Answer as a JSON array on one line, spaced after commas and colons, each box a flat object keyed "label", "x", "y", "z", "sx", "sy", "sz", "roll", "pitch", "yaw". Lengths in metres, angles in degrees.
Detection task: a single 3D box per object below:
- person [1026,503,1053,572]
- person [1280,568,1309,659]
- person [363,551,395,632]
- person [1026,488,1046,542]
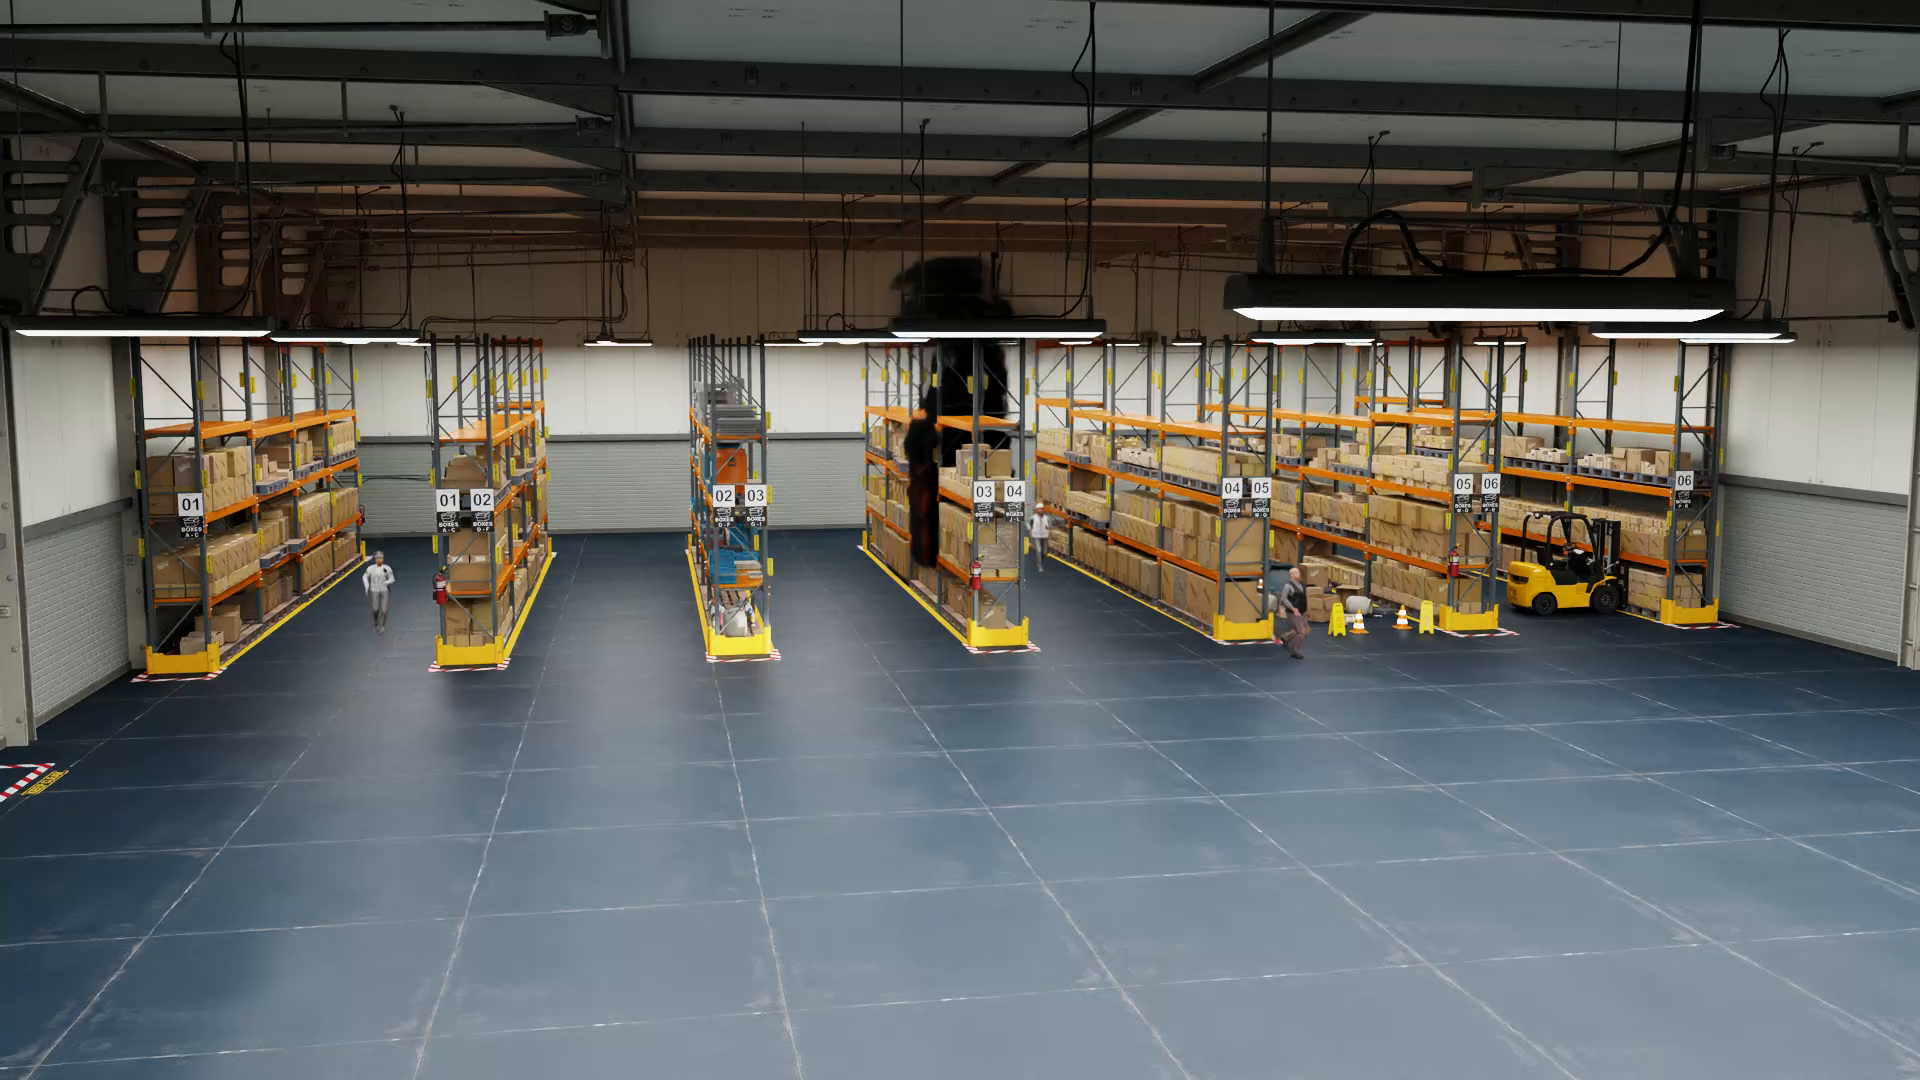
[{"label": "person", "x": 2.071, "y": -0.075, "z": 42.905, "sx": 0.665, "sy": 1.750, "sz": 0.911, "roll": -1, "pitch": 7, "yaw": -11}, {"label": "person", "x": 6.203, "y": 1.448, "z": 30.981, "sx": 0.551, "sy": 1.499, "sz": 0.660, "roll": 6, "pitch": 9, "yaw": 43}, {"label": "person", "x": -11.692, "y": 1.052, "z": 33.497, "sx": 0.593, "sy": 1.655, "sz": 0.624, "roll": -3, "pitch": 7, "yaw": -22}, {"label": "person", "x": 2.357, "y": -0.760, "z": 49.679, "sx": 0.789, "sy": 1.662, "sz": 0.620, "roll": -1, "pitch": 7, "yaw": -10}]
